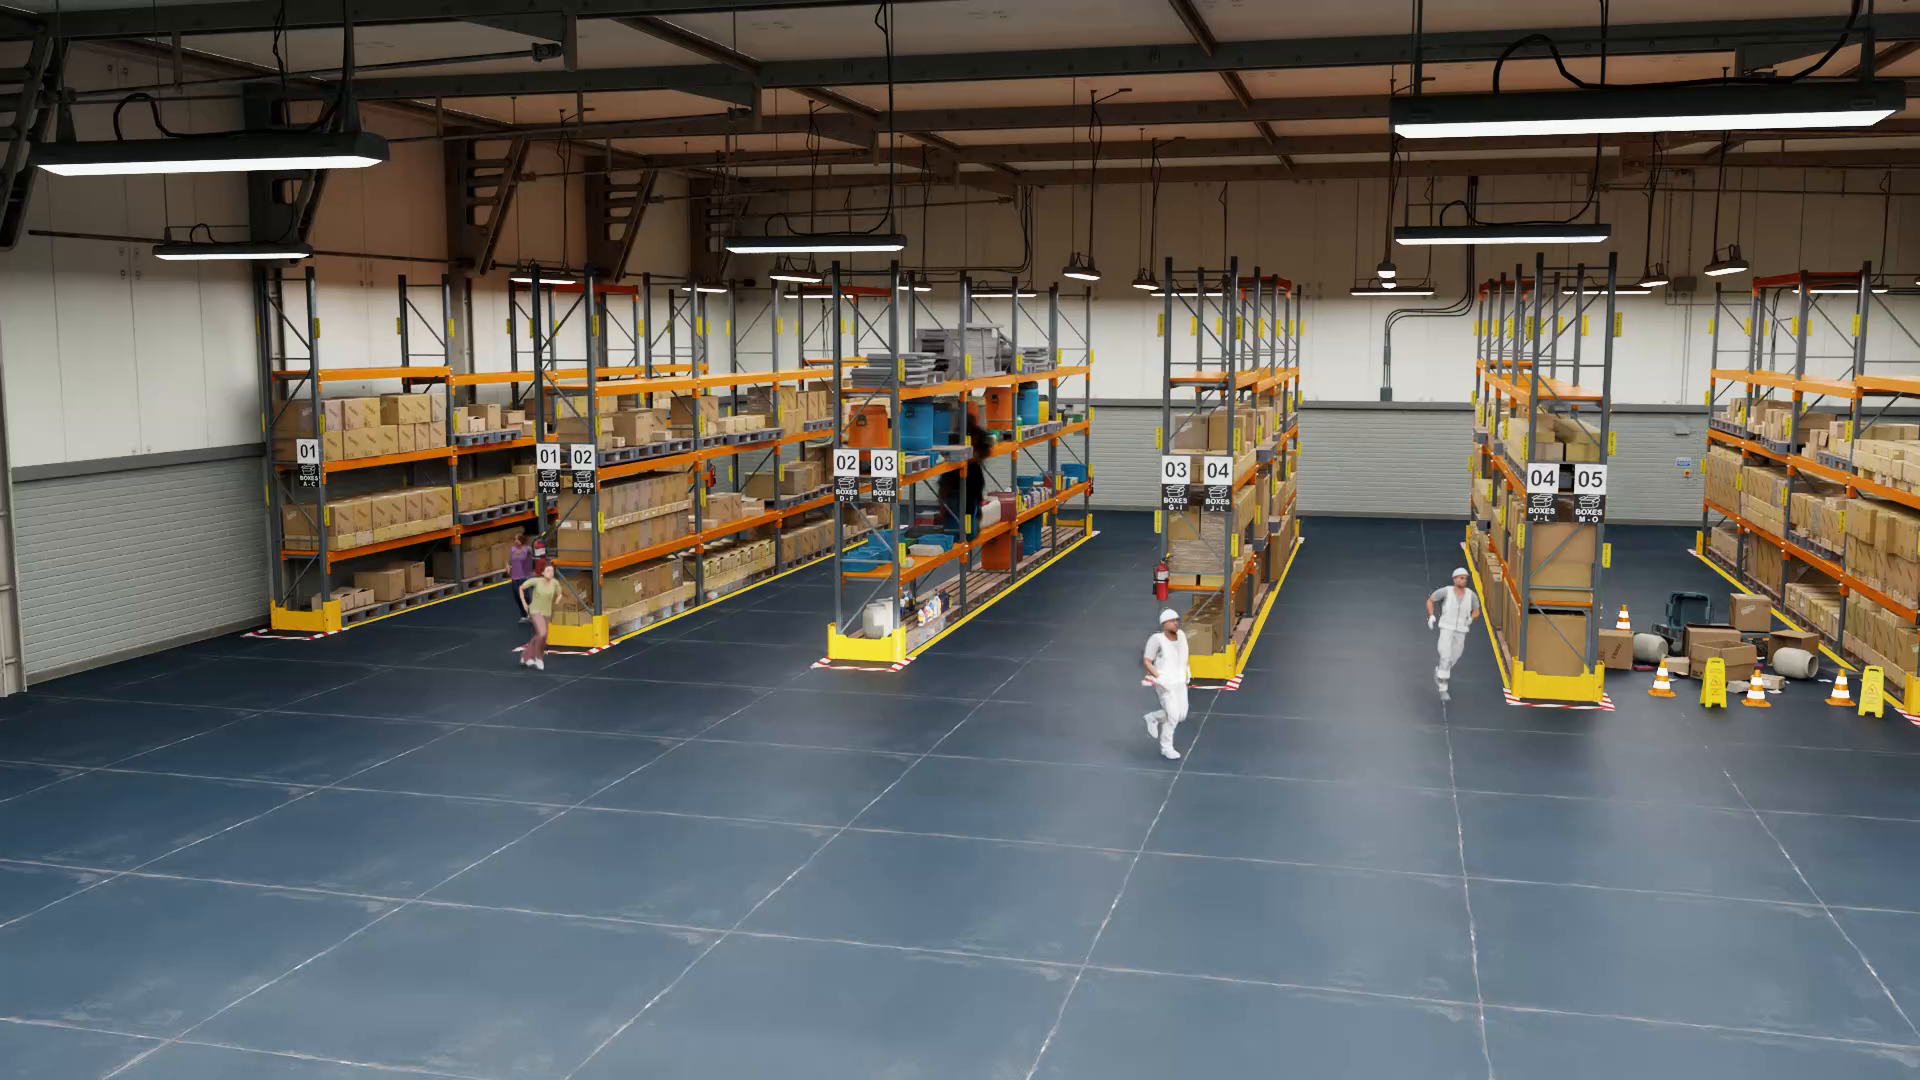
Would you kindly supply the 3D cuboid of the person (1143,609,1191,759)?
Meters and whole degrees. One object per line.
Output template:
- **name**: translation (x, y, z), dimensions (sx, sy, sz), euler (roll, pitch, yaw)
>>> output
- **person**: translation (2.403, 1.667, 19.578), dimensions (0.674, 1.754, 0.664), euler (-5, 9, -36)

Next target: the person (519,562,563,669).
- **person**: translation (-6.211, 1.110, 24.674), dimensions (0.617, 1.606, 0.748), euler (-7, 10, -43)

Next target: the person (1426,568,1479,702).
- **person**: translation (6.751, 1.257, 22.767), dimensions (0.704, 1.780, 0.903), euler (0, 7, 0)

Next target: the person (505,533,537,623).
- **person**: translation (-7.413, 0.655, 28.103), dimensions (0.577, 1.556, 0.584), euler (1, 7, 11)
